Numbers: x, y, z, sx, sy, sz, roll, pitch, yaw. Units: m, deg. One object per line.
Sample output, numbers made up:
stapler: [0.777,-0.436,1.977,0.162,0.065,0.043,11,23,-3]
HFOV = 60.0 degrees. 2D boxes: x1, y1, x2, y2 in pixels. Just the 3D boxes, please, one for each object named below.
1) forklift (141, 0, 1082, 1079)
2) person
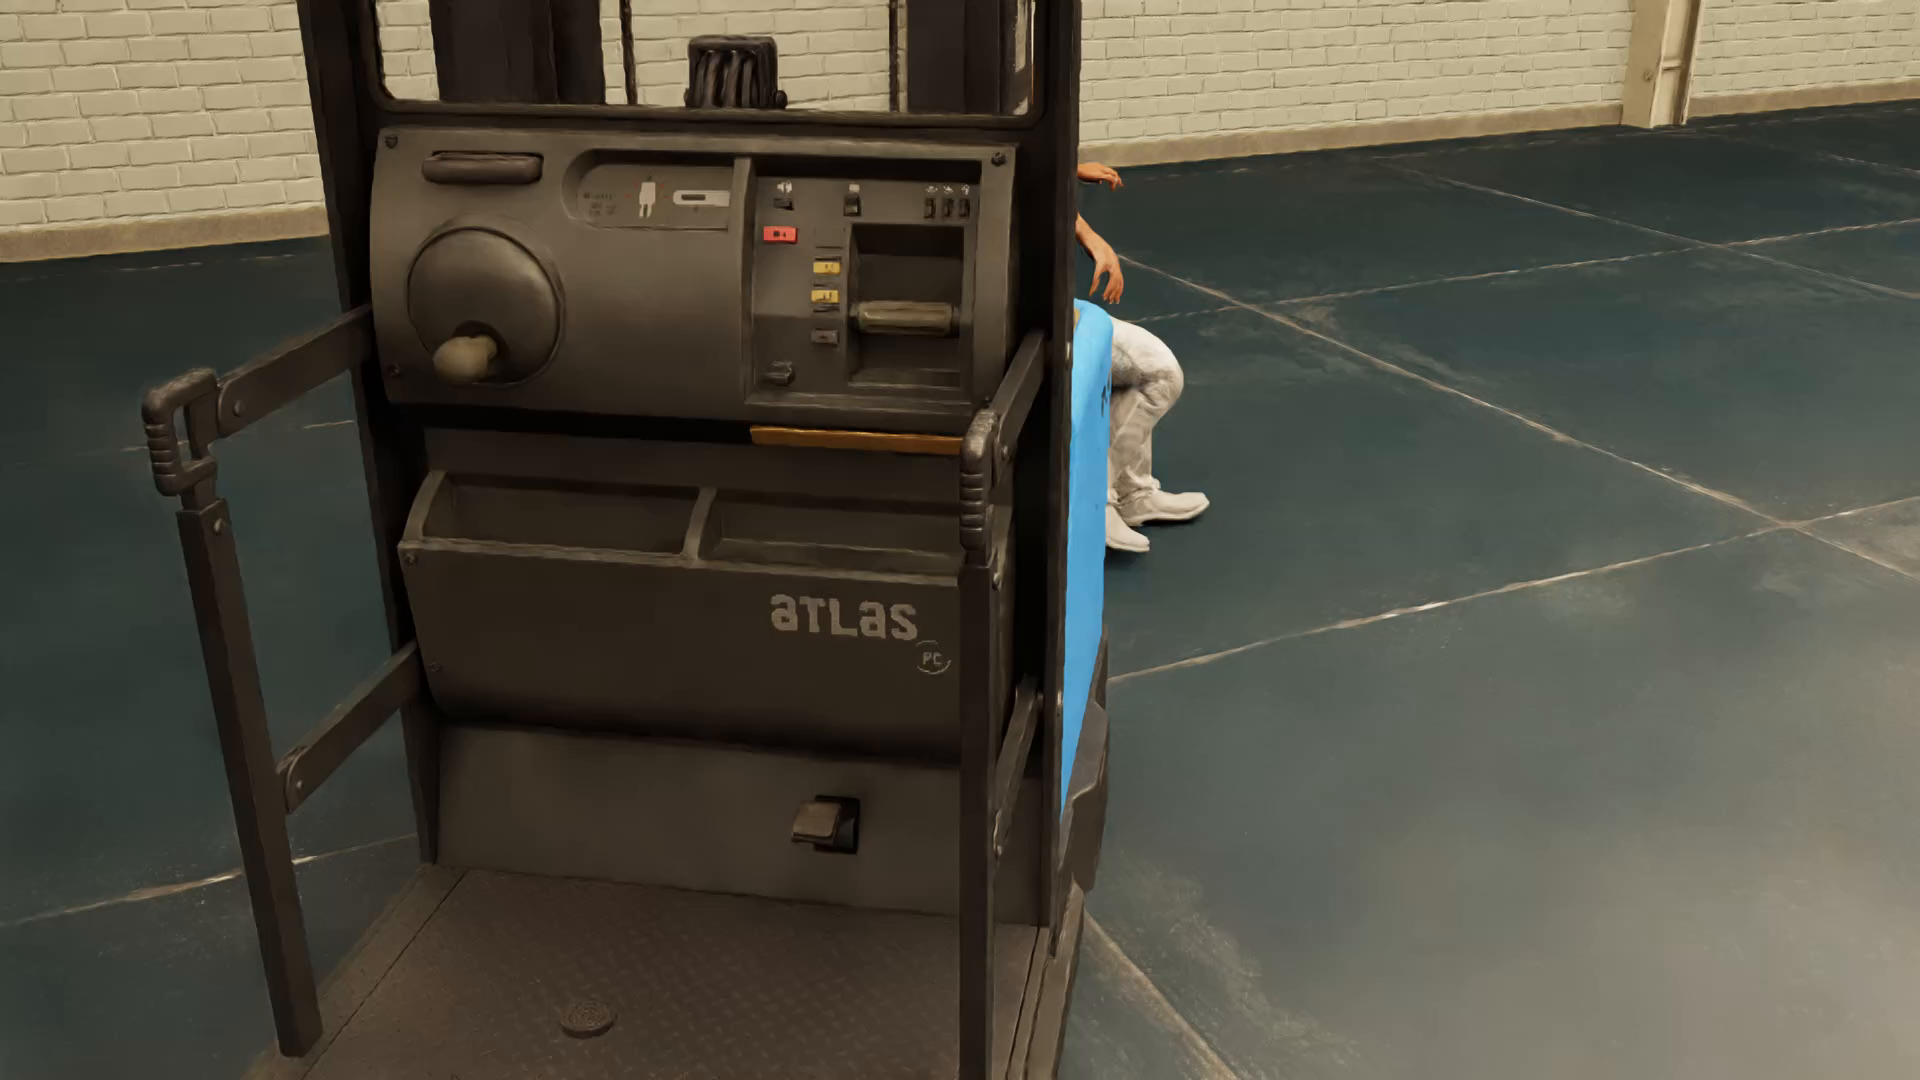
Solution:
forklift: [-0.425,-0.358,2.148,1.121,2.935,3.031,4,23,9]
person: [0.380,-0.717,4.831,0.860,1.550,1.241,-4,23,-9]
